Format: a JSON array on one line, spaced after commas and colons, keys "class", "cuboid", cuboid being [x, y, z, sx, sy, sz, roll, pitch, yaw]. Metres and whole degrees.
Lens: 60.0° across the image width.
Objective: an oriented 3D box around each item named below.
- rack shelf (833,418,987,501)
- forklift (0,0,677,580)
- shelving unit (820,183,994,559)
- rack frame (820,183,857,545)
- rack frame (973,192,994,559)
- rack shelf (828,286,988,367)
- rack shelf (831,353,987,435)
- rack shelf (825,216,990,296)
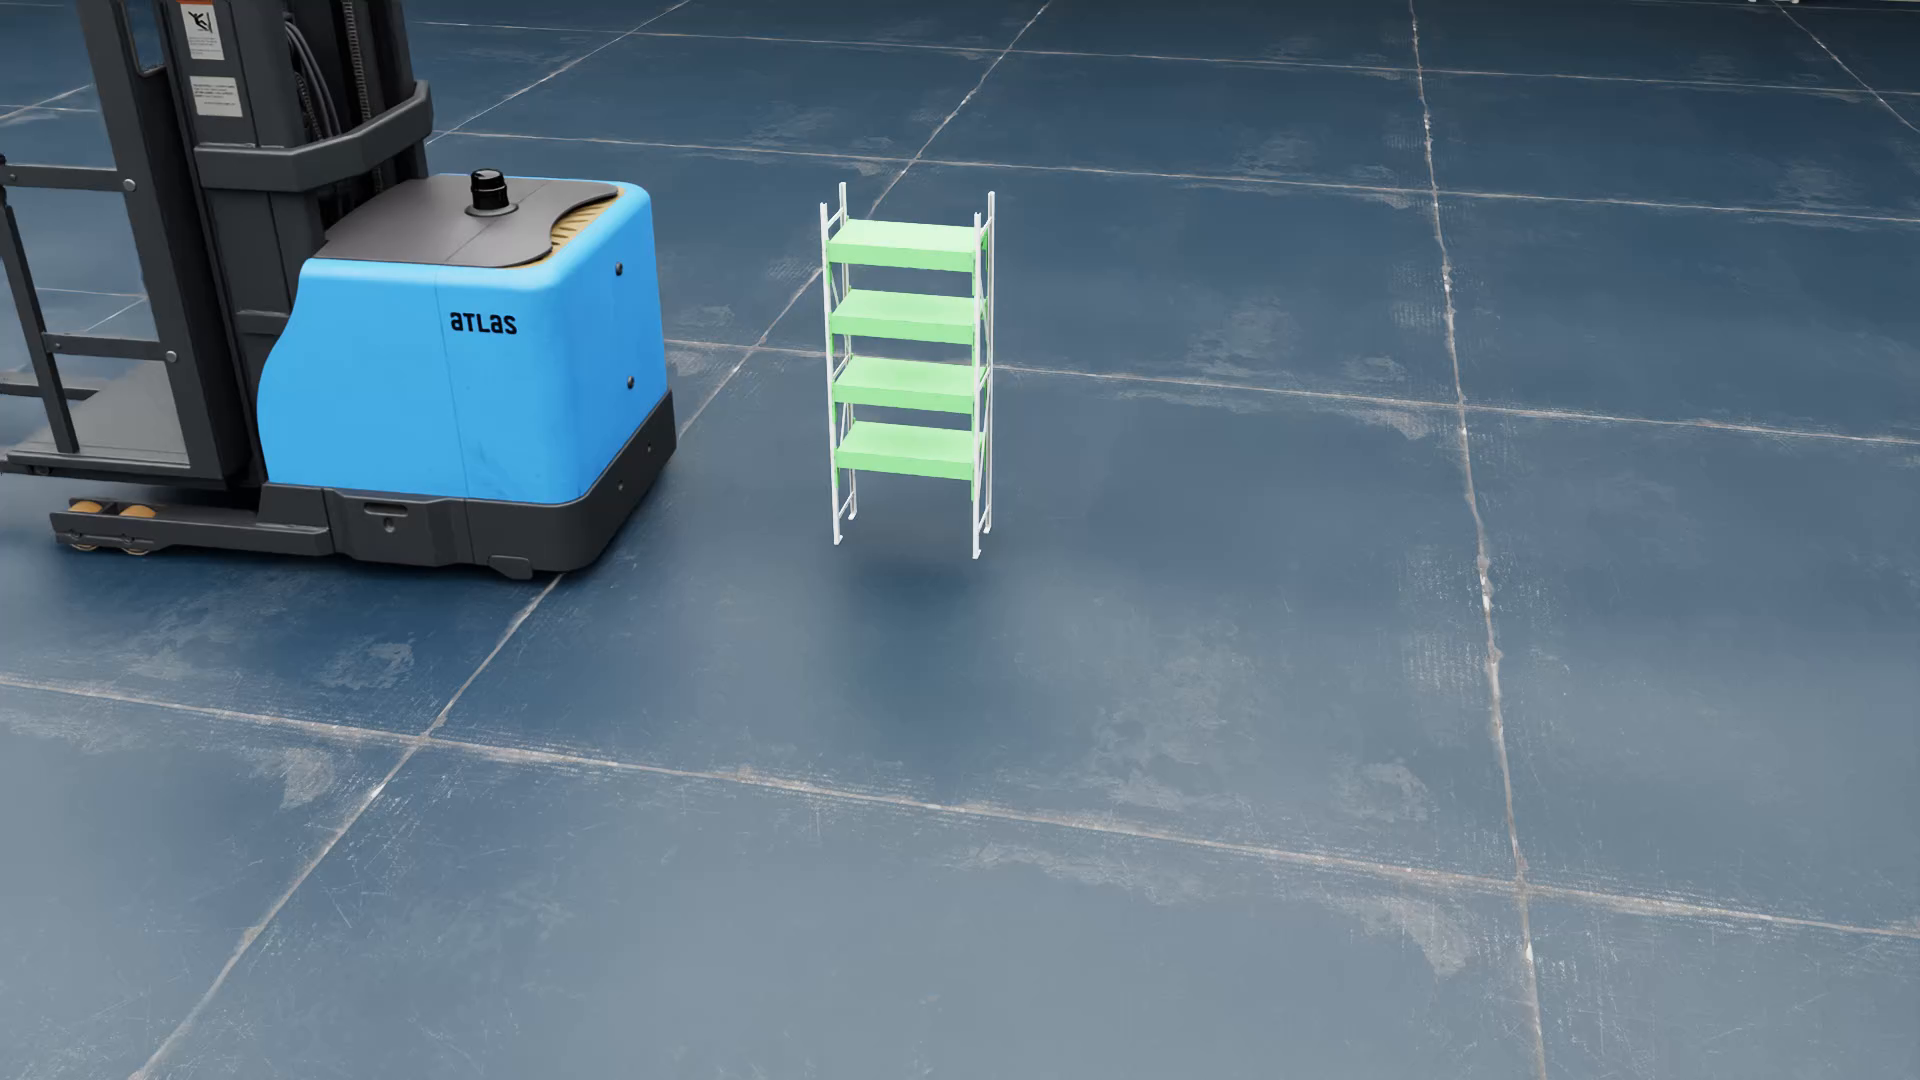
[{"class": "rack shelf", "cuboid": [-0.162, -0.276, 5.638, 0.480, 0.148, 0.258, 6, 29, 11]}, {"class": "forklift", "cuboid": [-2.625, -1.478, 5.398, 3.031, 2.935, 1.130, 5, 29, 8]}, {"class": "shelving unit", "cuboid": [-0.162, -0.543, 5.492, 0.503, 1.200, 0.258, 6, 29, 11]}, {"class": "rack frame", "cuboid": [-0.401, -0.567, 5.537, 0.015, 1.200, 0.240, 6, 29, 11]}, {"class": "rack frame", "cuboid": [0.077, -0.518, 5.448, 0.015, 1.200, 0.240, 6, 29, 11]}, {"class": "rack shelf", "cuboid": [-0.162, -0.697, 5.408, 0.480, 0.148, 0.258, 6, 29, 11]}, {"class": "rack shelf", "cuboid": [-0.162, -0.487, 5.523, 0.480, 0.148, 0.258, 6, 29, 11]}, {"class": "rack shelf", "cuboid": [-0.162, -0.908, 5.292, 0.480, 0.148, 0.258, 6, 29, 11]}]
